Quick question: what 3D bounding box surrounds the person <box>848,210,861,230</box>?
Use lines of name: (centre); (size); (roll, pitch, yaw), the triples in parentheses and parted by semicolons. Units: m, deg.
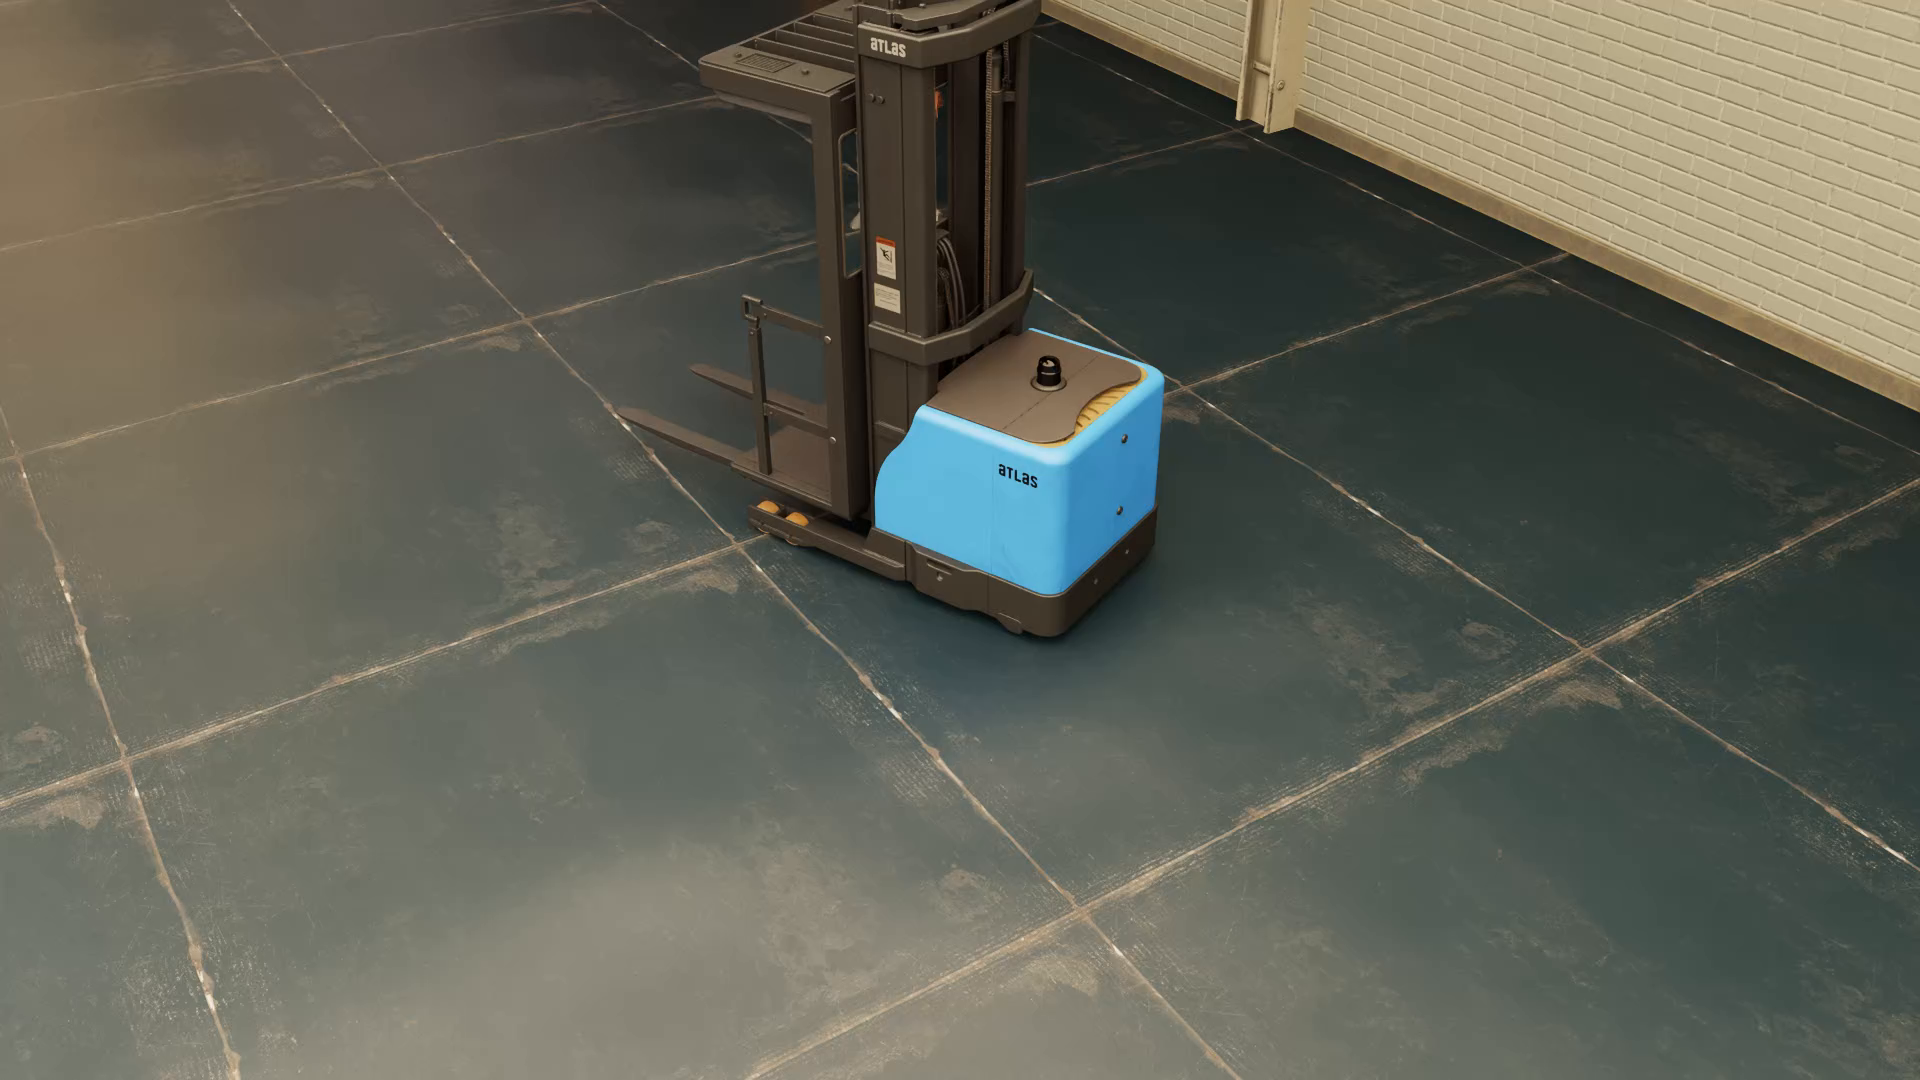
person: (-0.527, -3.040, 11.492); (0.679, 1.765, 0.462); (-3, 35, -5)

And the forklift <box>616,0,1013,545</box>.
forklift: (-0.497, -1.401, 8.141); (3.031, 2.935, 1.121); (22, 41, 28)
